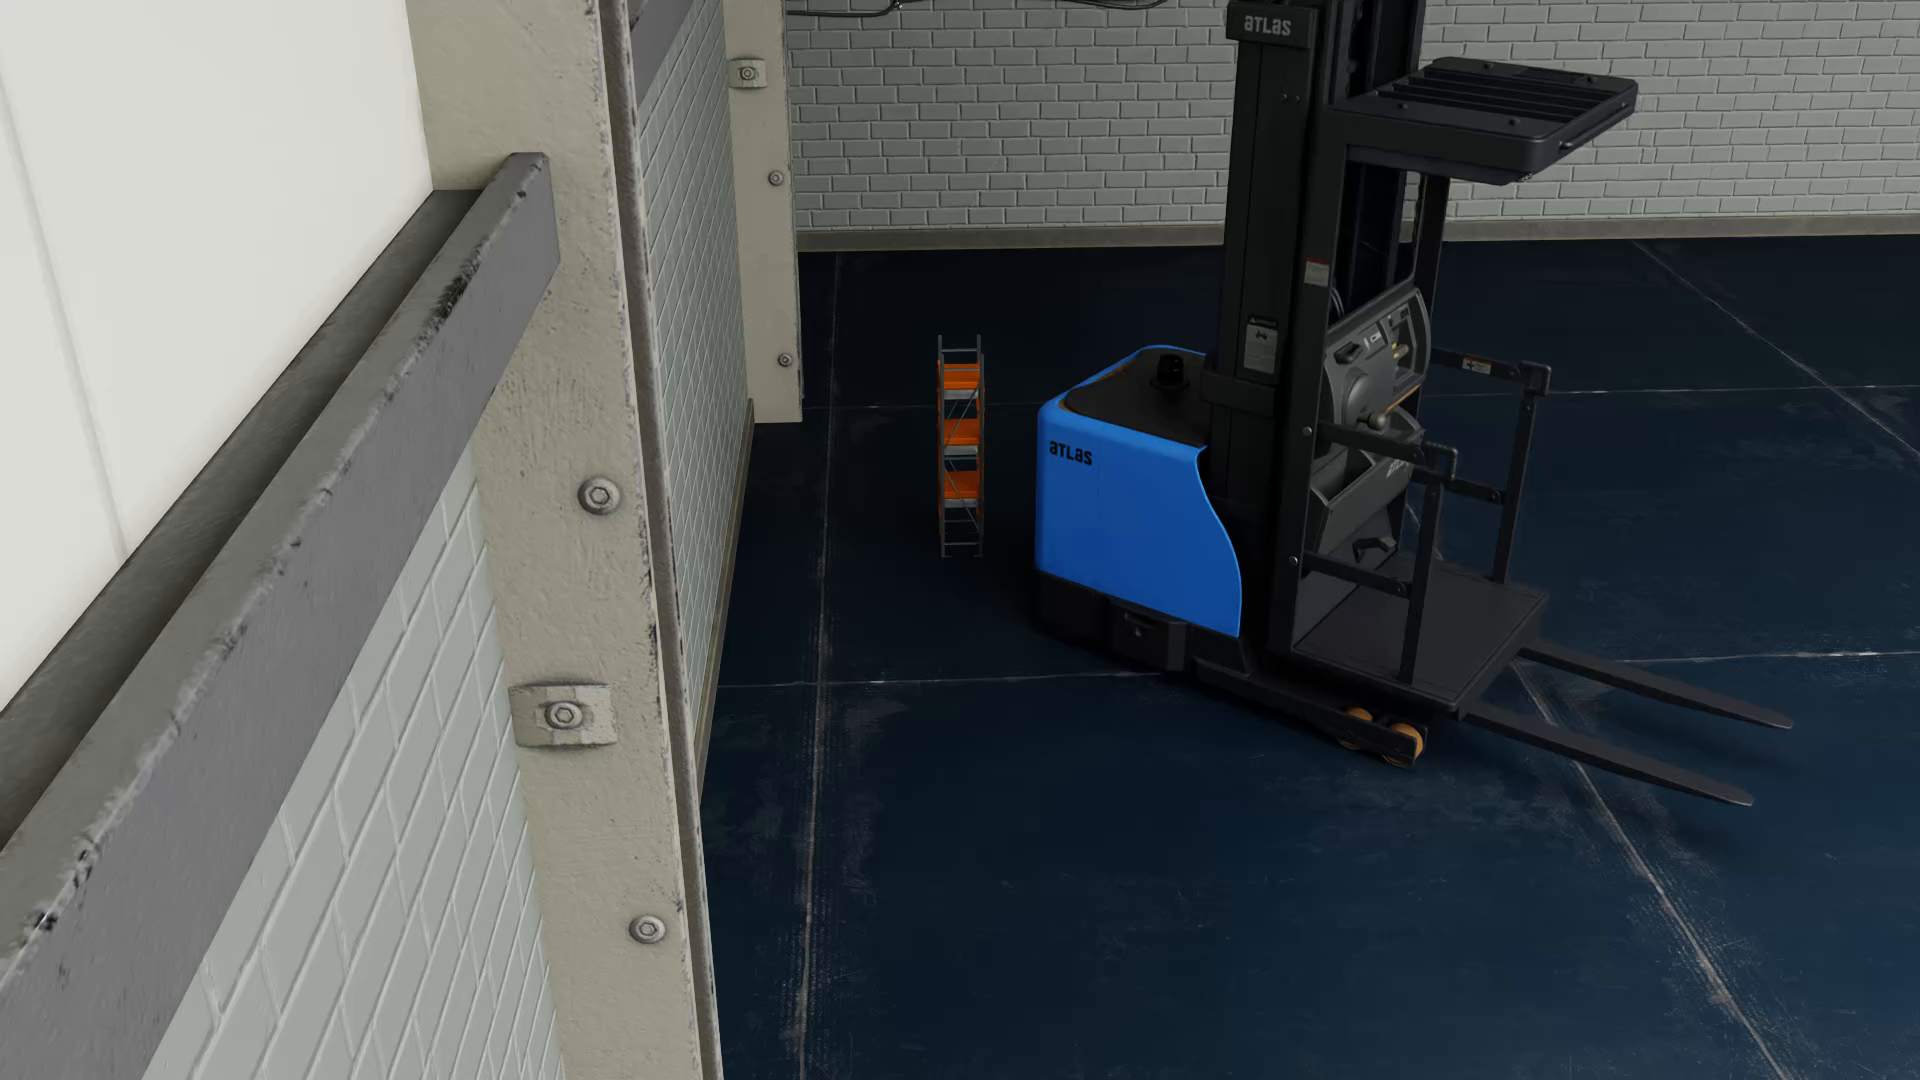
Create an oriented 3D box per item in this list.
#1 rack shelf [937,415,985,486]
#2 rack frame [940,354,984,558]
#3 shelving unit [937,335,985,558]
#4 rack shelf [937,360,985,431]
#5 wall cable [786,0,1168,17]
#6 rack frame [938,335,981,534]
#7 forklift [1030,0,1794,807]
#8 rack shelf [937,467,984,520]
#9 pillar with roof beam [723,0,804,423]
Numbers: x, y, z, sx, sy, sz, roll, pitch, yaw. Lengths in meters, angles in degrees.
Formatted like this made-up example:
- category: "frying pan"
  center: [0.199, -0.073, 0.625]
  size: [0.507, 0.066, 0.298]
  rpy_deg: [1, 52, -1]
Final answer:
- category: "rack shelf"
  center: [0.003, -0.431, 7.965]
  size: [0.215, 0.259, 0.240]
  rpy_deg: [-1, 28, -3]
- category: "rack frame"
  center: [0.009, -0.384, 7.852]
  size: [0.200, 1.050, 0.008]
  rpy_deg: [-1, 28, -3]
- category: "shelving unit"
  center: [0.003, -0.441, 7.960]
  size: [0.215, 1.050, 0.252]
  rpy_deg: [-1, 28, -3]
- category: "rack shelf"
  center: [0.003, -0.683, 7.833]
  size: [0.215, 0.259, 0.240]
  rpy_deg: [-1, 28, -3]
- category: "wall cable"
  center: [0.095, -4.772, 11.026]
  size: [3.097, 2.526, 0.112]
  rpy_deg: [-1, 28, -3]
- category: "rack frame"
  center: [-0.004, -0.497, 8.068]
  size: [0.200, 1.050, 0.008]
  rpy_deg: [-1, 28, -3]
- category: "forklift"
  center: [1.802, -0.688, 6.401]
  size: [3.031, 2.935, 1.130]
  rpy_deg: [19, 33, 32]
- category: "rack shelf"
  center: [0.003, -0.185, 8.093]
  size: [0.215, 0.259, 0.240]
  rpy_deg: [-1, 28, -3]
- category: "pillar with roof beam"
  center: [3.227, -4.860, 7.838]
  size: [9.100, 9.000, 0.400]
  rpy_deg: [-1, 28, -3]
